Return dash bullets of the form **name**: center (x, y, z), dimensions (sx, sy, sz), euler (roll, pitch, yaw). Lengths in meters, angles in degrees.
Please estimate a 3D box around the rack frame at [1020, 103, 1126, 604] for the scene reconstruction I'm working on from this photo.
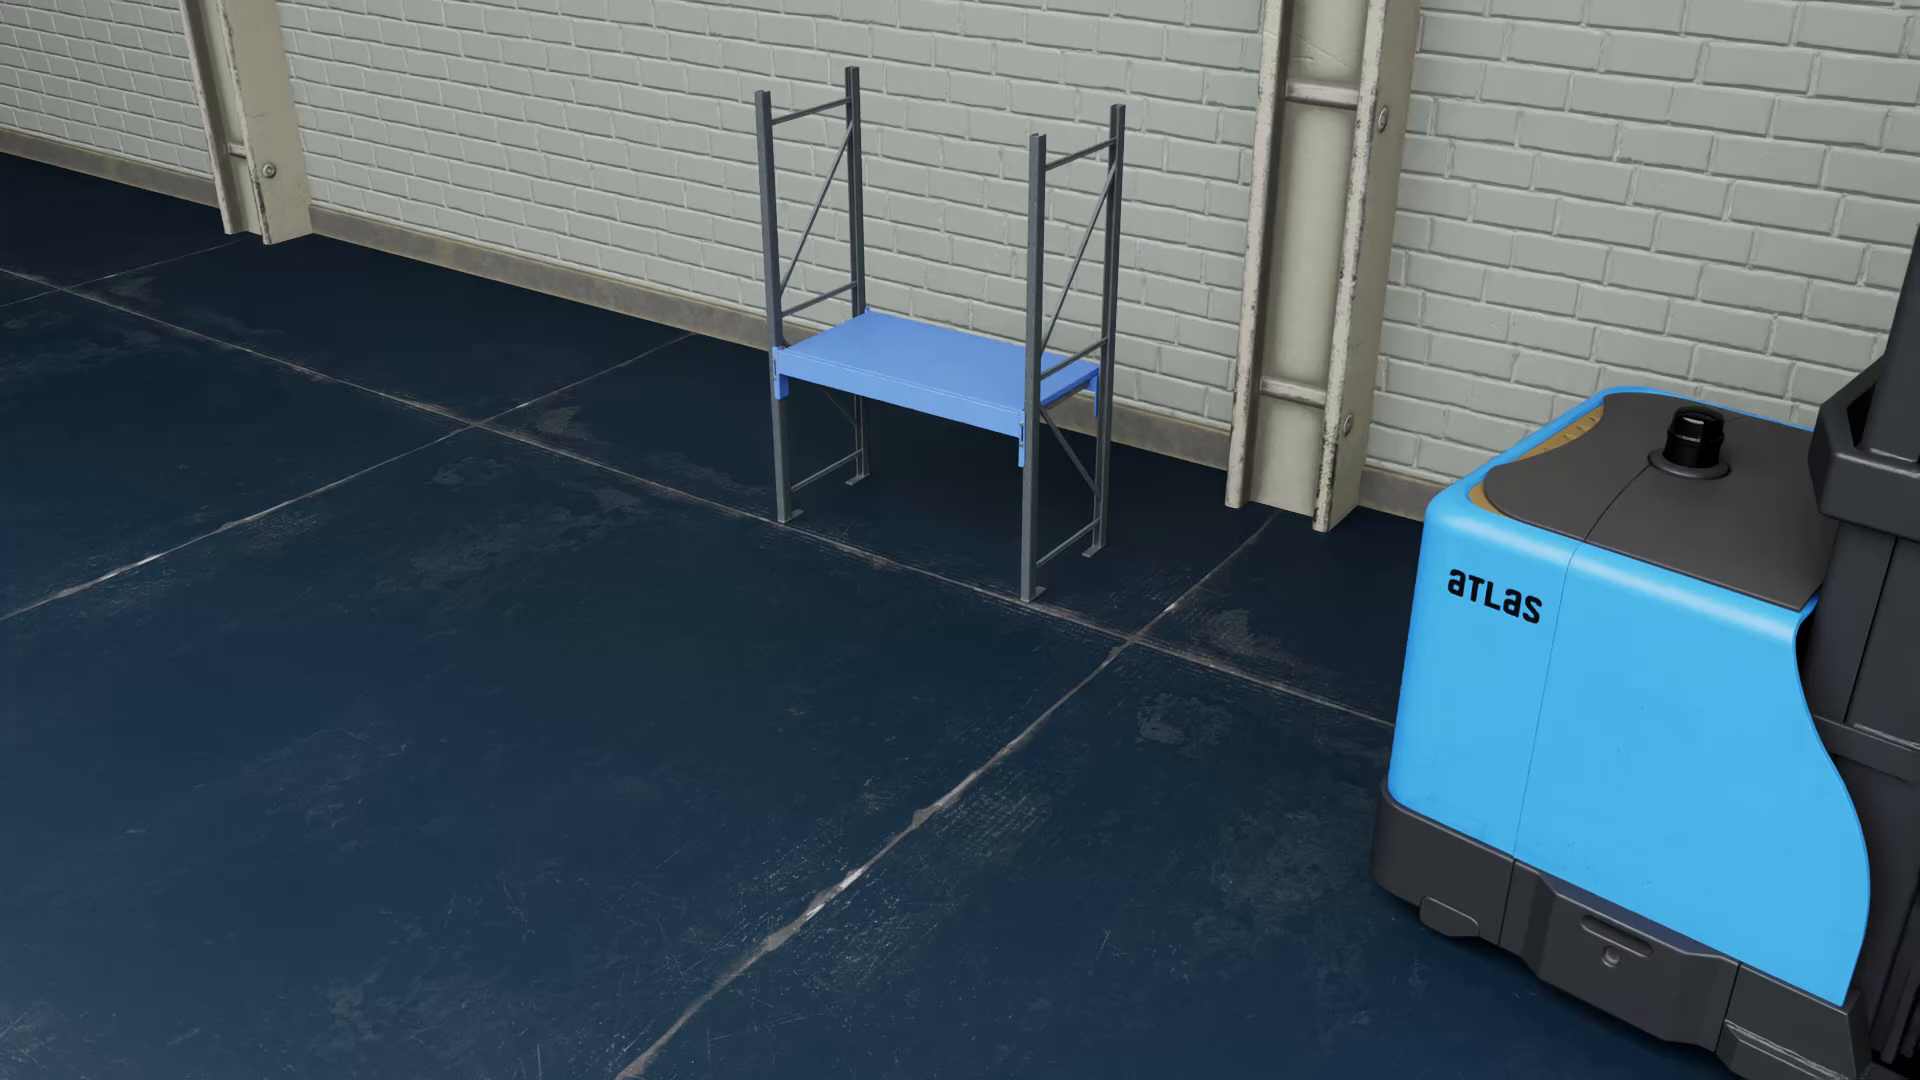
- **rack frame**: center (0.349, -0.560, 5.196), dimensions (0.032, 1.500, 0.500), euler (17, 32, 30)

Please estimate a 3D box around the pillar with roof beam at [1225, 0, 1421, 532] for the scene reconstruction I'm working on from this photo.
- **pillar with roof beam**: center (-1.235, -2.534, 0.808), dimensions (0.400, 9.000, 9.100), euler (17, 32, 30)

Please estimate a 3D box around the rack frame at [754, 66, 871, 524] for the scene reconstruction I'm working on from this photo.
- **rack frame**: center (-0.489, -0.821, 5.709), dimensions (0.032, 1.500, 0.500), euler (17, 32, 30)

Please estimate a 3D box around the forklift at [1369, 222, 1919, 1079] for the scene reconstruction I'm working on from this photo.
- **forklift**: center (2.409, -0.141, 2.795), dimensions (3.031, 2.935, 1.130), euler (23, 35, 38)

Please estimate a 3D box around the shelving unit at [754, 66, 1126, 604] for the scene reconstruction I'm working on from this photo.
- **shelving unit**: center (-0.070, -0.690, 5.453), dimensions (1.048, 1.500, 0.538), euler (17, 32, 30)

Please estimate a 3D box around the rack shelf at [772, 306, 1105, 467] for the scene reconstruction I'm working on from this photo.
- **rack shelf**: center (-0.070, -0.530, 5.534), dimensions (1.000, 0.185, 0.538), euler (17, 32, 30)

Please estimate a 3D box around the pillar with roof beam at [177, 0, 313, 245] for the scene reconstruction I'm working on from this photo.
- **pillar with roof beam**: center (-6.180, -4.075, 3.836), dimensions (0.400, 9.000, 9.100), euler (17, 32, 30)
